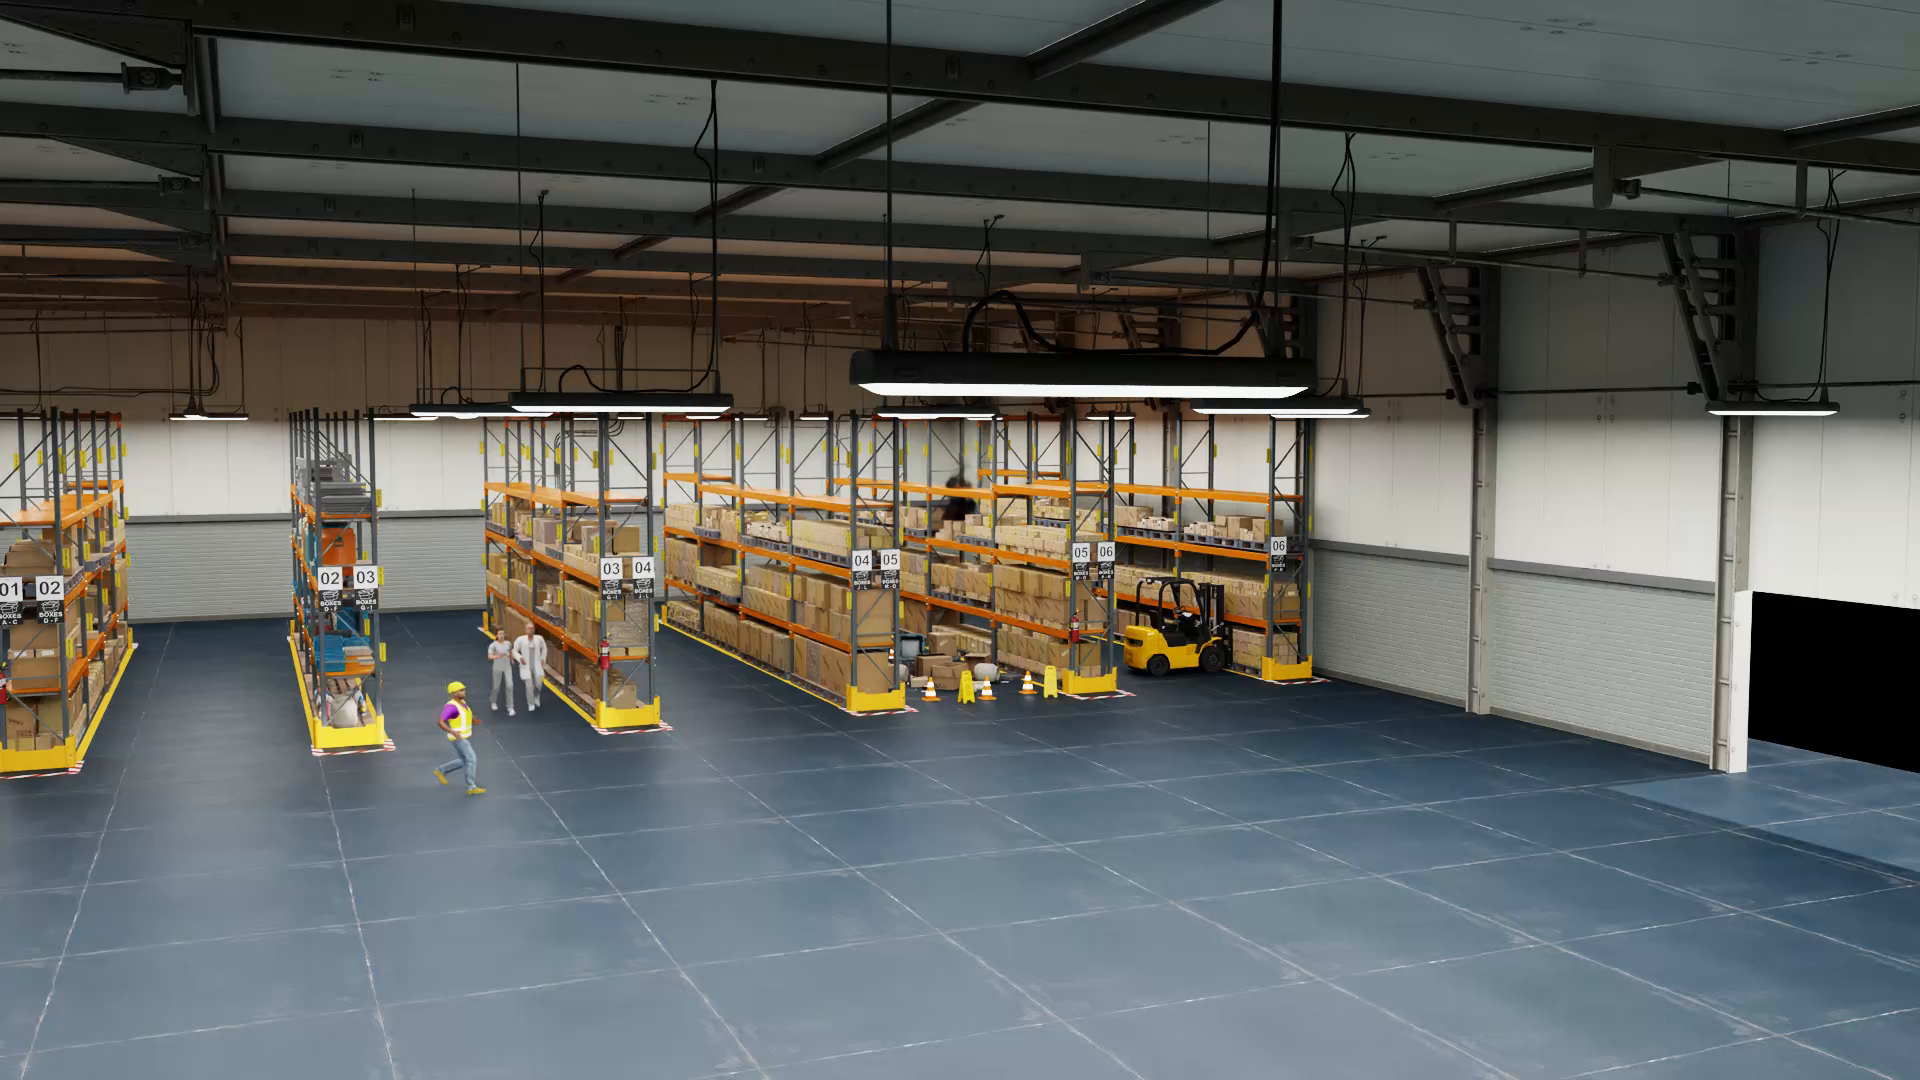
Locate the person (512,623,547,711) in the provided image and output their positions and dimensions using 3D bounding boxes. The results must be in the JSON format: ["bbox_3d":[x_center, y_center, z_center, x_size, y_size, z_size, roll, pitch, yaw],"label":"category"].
[{"bbox_3d":[-8.561,2.531,33.142,0.716,1.741,0.575,-2,4,-23],"label":"person"}]

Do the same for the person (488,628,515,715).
[{"bbox_3d":[-9.027,2.564,32.761,0.562,1.669,0.956,-3,5,-32],"label":"person"}]

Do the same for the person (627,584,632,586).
[{"bbox_3d":[-9.716,1.547,48.125,0.771,1.598,0.824,2,5,28],"label":"person"}]

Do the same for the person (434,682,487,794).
[{"bbox_3d":[-7.749,3.055,25.684,0.856,1.740,0.714,0,4,2],"label":"person"}]
